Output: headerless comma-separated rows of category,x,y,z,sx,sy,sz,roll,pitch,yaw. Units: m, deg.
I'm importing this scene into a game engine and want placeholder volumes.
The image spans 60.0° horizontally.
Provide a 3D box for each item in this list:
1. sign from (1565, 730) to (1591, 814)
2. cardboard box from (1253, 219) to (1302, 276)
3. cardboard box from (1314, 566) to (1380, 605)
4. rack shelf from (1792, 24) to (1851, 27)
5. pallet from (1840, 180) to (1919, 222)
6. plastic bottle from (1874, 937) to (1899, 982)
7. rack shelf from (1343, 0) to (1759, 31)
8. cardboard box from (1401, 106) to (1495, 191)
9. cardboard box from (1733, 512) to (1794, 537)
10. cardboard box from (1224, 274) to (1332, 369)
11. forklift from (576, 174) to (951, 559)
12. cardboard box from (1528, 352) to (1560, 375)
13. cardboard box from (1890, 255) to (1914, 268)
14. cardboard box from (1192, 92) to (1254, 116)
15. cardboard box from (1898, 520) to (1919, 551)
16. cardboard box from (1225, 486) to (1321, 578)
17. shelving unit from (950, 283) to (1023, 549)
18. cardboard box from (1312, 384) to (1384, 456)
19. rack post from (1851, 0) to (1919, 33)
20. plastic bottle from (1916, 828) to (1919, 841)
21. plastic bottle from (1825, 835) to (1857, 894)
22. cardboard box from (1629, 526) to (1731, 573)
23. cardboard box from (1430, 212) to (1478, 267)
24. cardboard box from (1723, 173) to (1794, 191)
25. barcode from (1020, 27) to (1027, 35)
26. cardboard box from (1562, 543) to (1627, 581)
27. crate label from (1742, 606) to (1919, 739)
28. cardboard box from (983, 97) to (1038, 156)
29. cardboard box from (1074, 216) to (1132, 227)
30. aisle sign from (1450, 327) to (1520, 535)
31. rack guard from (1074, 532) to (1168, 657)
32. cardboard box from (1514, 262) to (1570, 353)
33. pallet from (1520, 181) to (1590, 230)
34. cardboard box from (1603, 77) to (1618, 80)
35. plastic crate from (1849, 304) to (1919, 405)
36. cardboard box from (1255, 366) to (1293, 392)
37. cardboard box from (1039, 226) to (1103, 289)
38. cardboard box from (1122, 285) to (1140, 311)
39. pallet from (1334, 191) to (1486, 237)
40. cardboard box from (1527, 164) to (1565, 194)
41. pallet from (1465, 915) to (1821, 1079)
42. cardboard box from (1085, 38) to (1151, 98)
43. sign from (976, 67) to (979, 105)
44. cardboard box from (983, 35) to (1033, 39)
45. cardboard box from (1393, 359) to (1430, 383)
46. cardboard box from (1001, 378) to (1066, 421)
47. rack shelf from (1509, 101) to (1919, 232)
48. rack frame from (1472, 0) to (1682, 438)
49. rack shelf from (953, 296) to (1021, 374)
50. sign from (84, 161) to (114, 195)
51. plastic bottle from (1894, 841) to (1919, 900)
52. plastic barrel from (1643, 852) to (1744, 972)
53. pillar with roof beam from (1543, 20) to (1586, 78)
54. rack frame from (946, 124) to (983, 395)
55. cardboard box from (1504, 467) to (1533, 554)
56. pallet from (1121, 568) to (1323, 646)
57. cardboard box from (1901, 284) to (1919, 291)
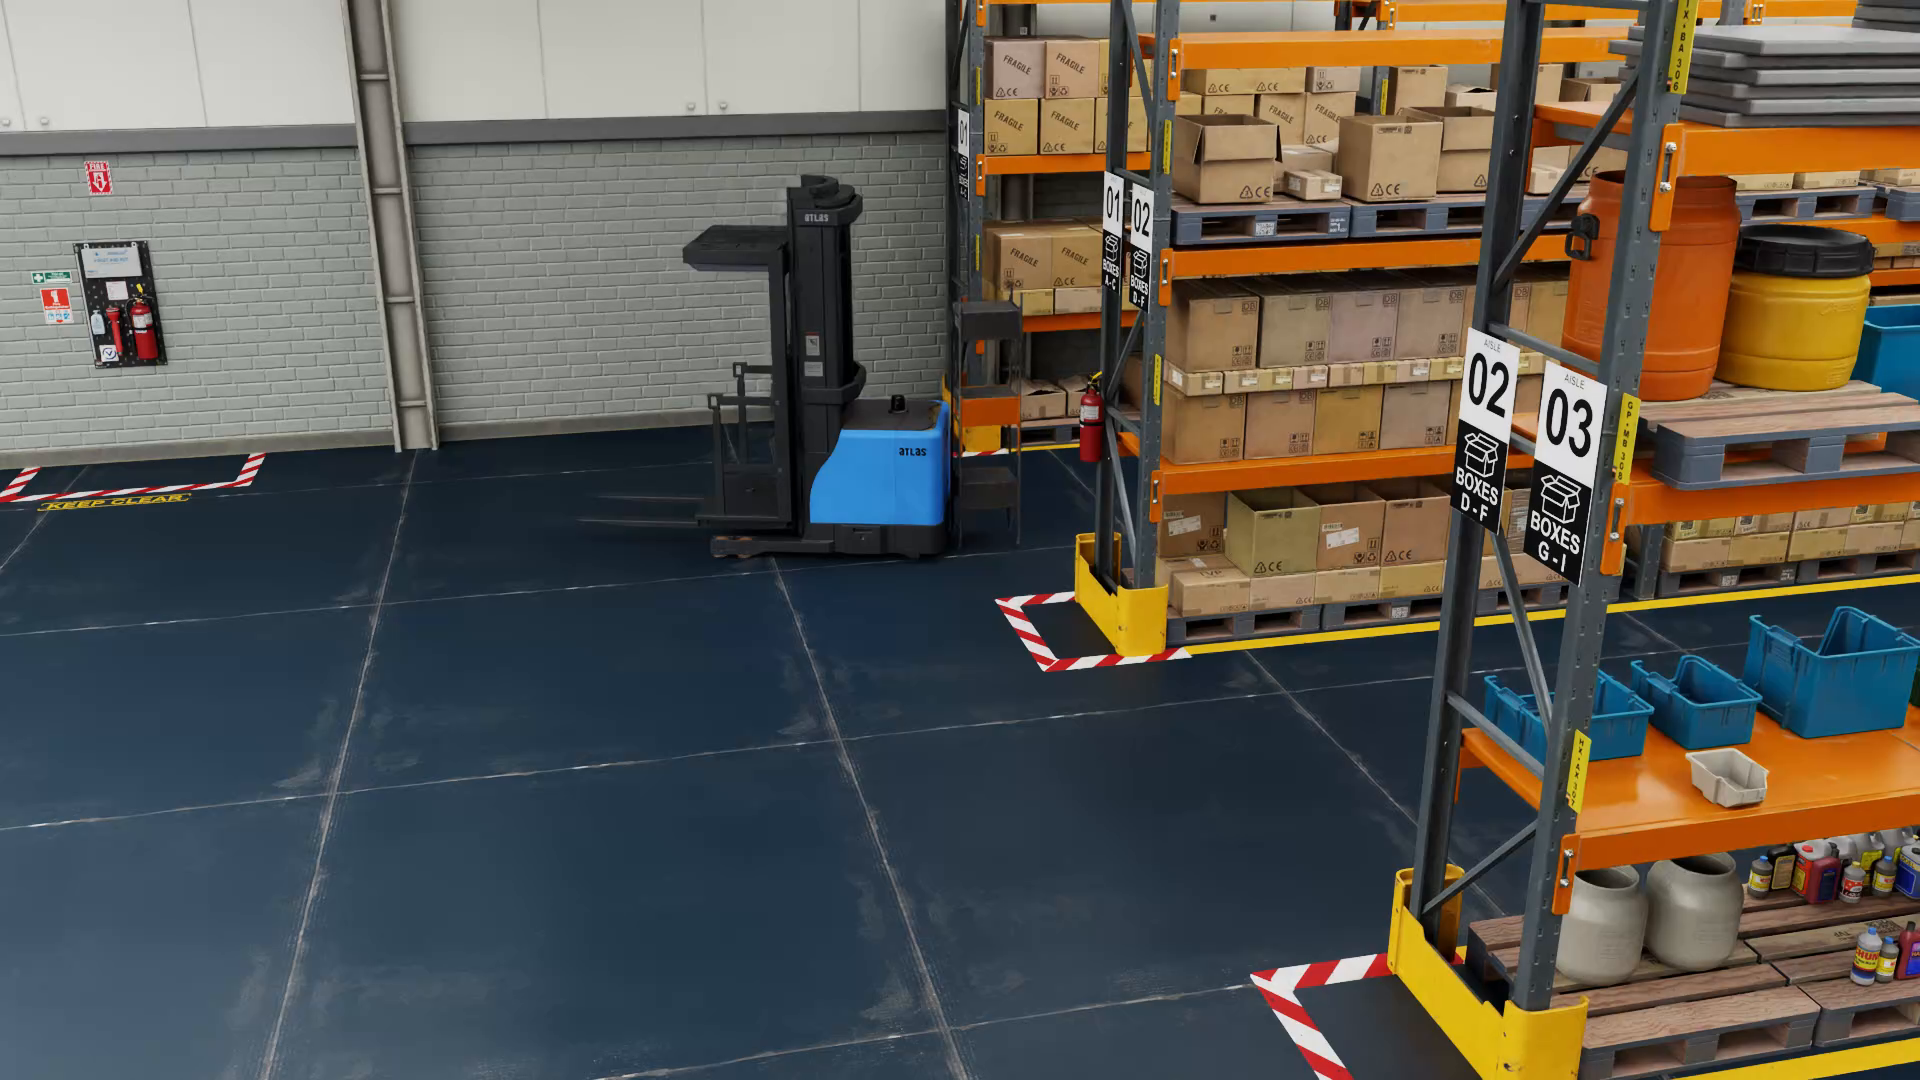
sign,2.437,0.914,6.556,0.005,0.325,0.100,-5,21,-12
cardboard box,3.055,-2.882,16.420,0.500,0.500,0.500,-5,21,-13
cardboard box,2.724,0.247,12.167,0.500,0.250,0.500,-5,21,-12
rack shelf,7.018,-3.565,12.092,4.000,0.370,1.077,-5,21,-12
pallet,7.237,-2.579,12.407,1.213,0.211,1.003,-4,20,-10
plastic bottle,4.252,1.919,7.642,0.097,0.201,0.097,0,20,0
rack shelf,5.874,-5.223,16.617,4.000,0.370,1.077,-5,21,-12
cardboard box,3.440,-2.747,11.628,0.637,0.503,0.797,-2,20,-6
cardboard box,6.019,-0.272,12.768,0.500,0.311,0.500,-5,21,-13
cardboard box,2.198,-1.535,11.613,0.500,0.500,0.700,-5,21,-14
forklift,-1.613,-1.410,13.402,3.031,2.935,1.130,1,20,4
cardboard box,4.105,-1.312,11.947,0.250,0.149,0.380,-5,21,-13
cardboard box,10.203,-3.091,18.227,0.250,0.149,0.380,-5,21,-14
cardboard box,2.468,-4.023,15.901,0.500,0.500,0.500,-5,21,-15
cardboard box,7.517,-0.134,13.207,0.500,0.250,0.500,-4,21,-11
cardboard box,2.238,-0.065,11.929,0.500,0.500,0.500,-5,21,-12
shelving unit,0.207,-0.994,13.476,0.503,2.100,0.431,-4,20,-10
cardboard box,2.631,-0.959,11.926,0.500,0.500,0.700,-5,21,-12
rack post,4.193,-2.086,6.536,0.954,0.300,0.937,-5,21,-13
plastic bottle,4.973,1.551,8.530,0.133,0.283,0.061,-4,20,-10
plastic bottle,4.388,1.618,8.357,0.135,0.276,0.152,-5,21,-14
cardboard box,5.521,0.029,12.760,0.500,0.250,0.500,-5,21,-14
cardboard box,4.977,-3.098,17.125,0.500,0.500,0.700,-3,20,-7
cardboard box,5.673,-2.696,12.061,0.500,0.250,0.500,-3,20,-7
barcode,0.611,-4.887,15.962,0.075,0.075,0.001,-5,21,-12
cardboard box,4.670,0.088,12.600,0.500,0.250,0.500,-5,21,-12
crate label,4.044,0.607,7.746,0.616,0.435,0.502,-5,21,-12
cardboard box,0.418,-3.864,15.467,0.500,0.500,0.500,-4,21,-11
cardboard box,1.439,-2.935,16.565,0.500,0.500,0.500,-5,21,-14
aisle sign,2.177,-0.455,6.916,0.004,0.787,0.394,-5,21,-12
rack guard,1.155,0.377,12.059,0.348,0.500,1.175,-5,21,-12
cardboard box,4.150,-1.694,12.046,0.500,0.500,0.700,-5,21,-13
pallet,4.247,-2.406,11.790,1.213,0.211,1.003,-5,21,-12
cardboard box,7.067,-4.575,17.407,0.500,0.500,0.500,-5,21,-12
plastic crate,4.101,-0.793,7.281,0.575,0.384,0.392,-5,21,-12
cardboard box,2.110,-1.150,11.506,0.250,0.149,0.380,-5,21,-12
cardboard box,1.052,-2.721,15.980,0.500,0.500,0.500,-5,21,-12
cardboard box,1.582,-2.412,16.228,0.500,0.250,0.500,-5,21,-13
pallet,3.062,-2.311,11.530,1.213,0.211,1.003,-5,21,-12
cardboard box,3.960,-2.482,11.419,0.250,0.149,0.380,-5,21,-12
pallet,3.170,2.085,7.817,1.213,0.211,1.003,-5,21,-12
cardboard box,1.462,-4.407,15.496,0.500,0.500,0.500,-4,21,-11
sign,0.160,-4.094,14.998,0.005,0.325,0.100,-5,21,-12
cardboard box,0.395,-4.513,15.784,0.500,0.500,0.500,-4,20,-10
cardboard box,3.106,-1.231,11.725,0.250,0.149,0.380,-4,21,-12
cardboard box,0.729,-1.425,16.614,0.500,0.311,0.500,-7,21,-19
rack shelf,4.261,-1.590,6.700,4.000,0.370,1.077,-5,21,-12
rack frame,2.315,-1.957,6.075,0.127,3.000,1.000,-5,21,-12
rack shelf,0.207,-1.639,13.240,0.480,0.518,0.431,-4,20,-10
sign,-7.766,-3.265,14.997,0.199,0.298,0.001,-5,21,-12
plastic bottle,4.788,1.636,8.307,0.135,0.276,0.152,-5,21,-12
plastic barrel,3.426,1.713,7.783,0.421,0.512,0.421,0,20,0
pillar with roof beam,7.347,-4.653,13.433,0.400,9.000,9.100,-5,21,-12
rack frame,0.035,-2.457,16.160,0.127,3.000,1.000,-5,21,-12
cardboard box,4.181,-0.228,12.373,0.500,0.500,0.500,-5,21,-12
pallet,1.913,0.436,12.318,1.213,0.211,1.003,-5,21,-12
cardboard box,11.111,-2.499,18.791,0.750,0.750,0.750,-4,21,-12
